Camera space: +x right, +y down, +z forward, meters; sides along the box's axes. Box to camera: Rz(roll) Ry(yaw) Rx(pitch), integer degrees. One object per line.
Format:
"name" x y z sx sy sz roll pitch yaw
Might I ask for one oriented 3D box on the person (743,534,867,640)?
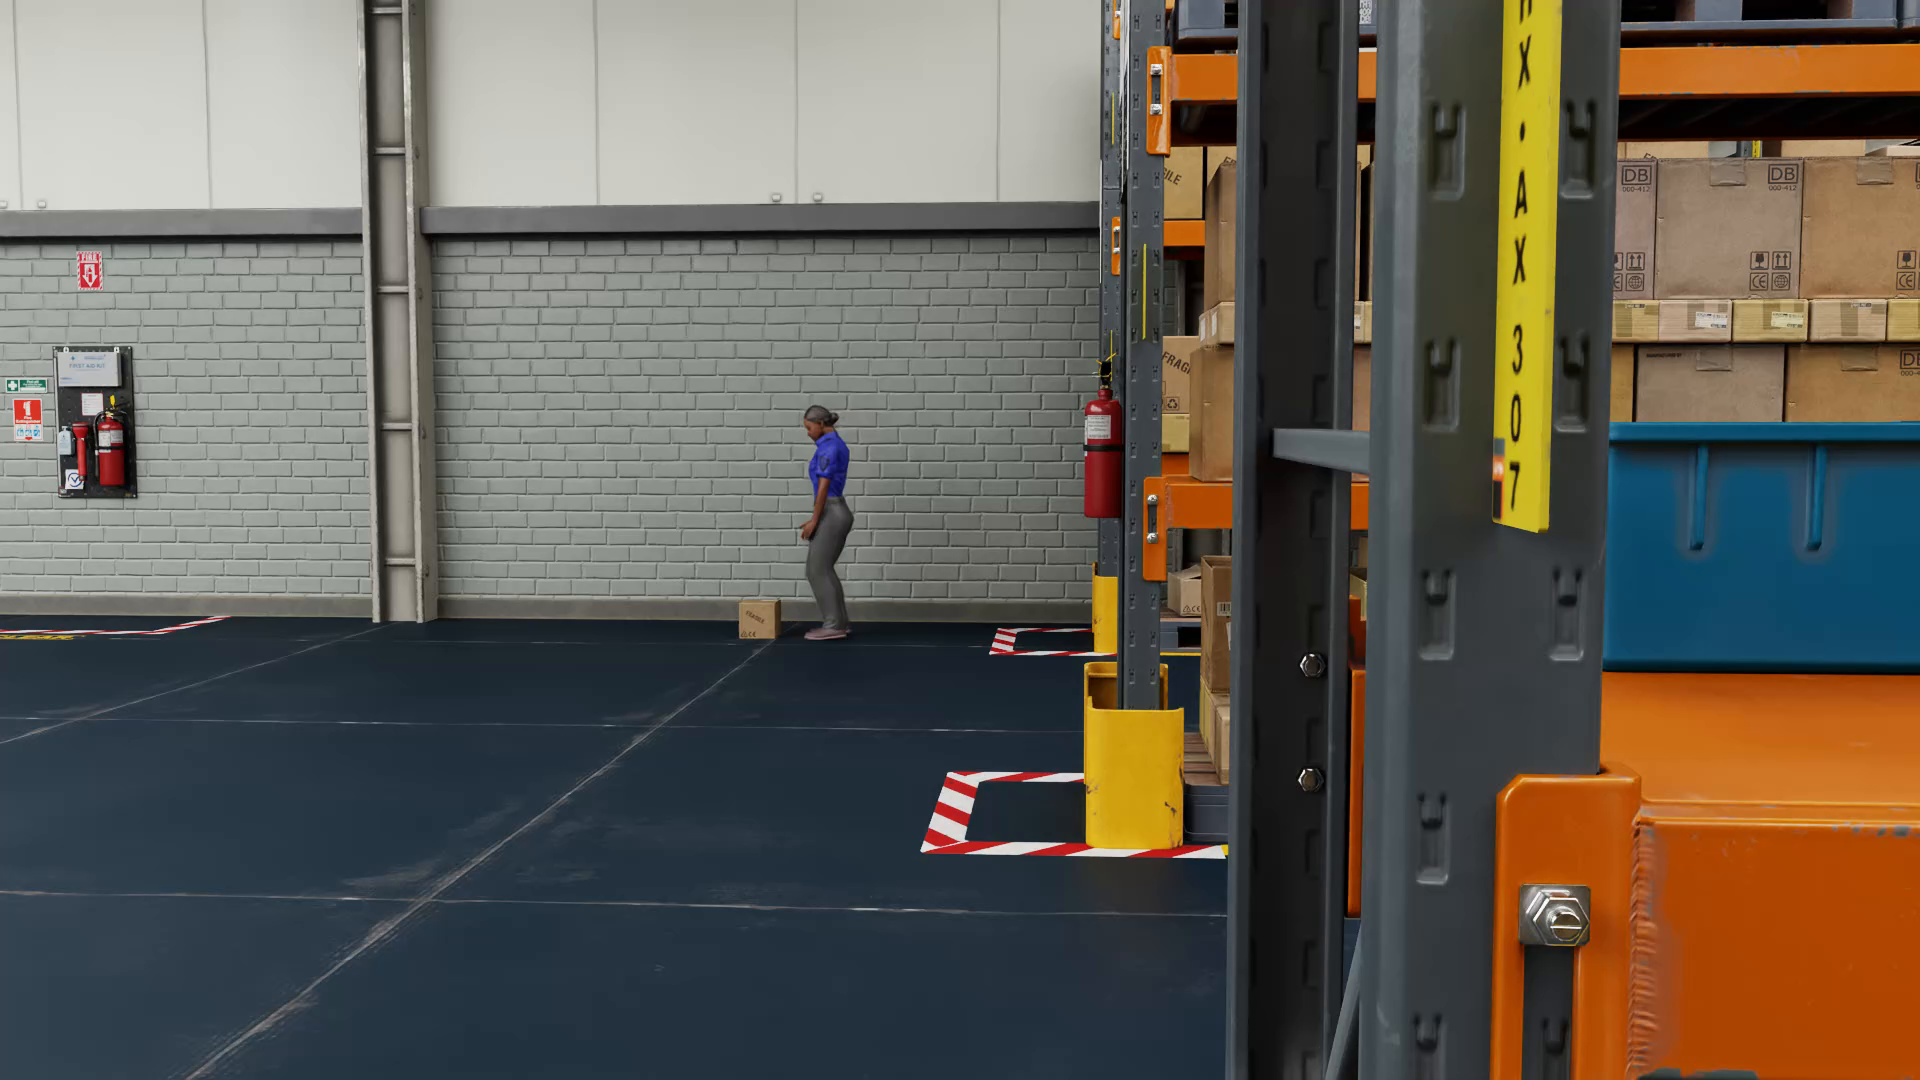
"person" -1.085 0.328 11.628 0.856 0.747 0.450 0 4 2
